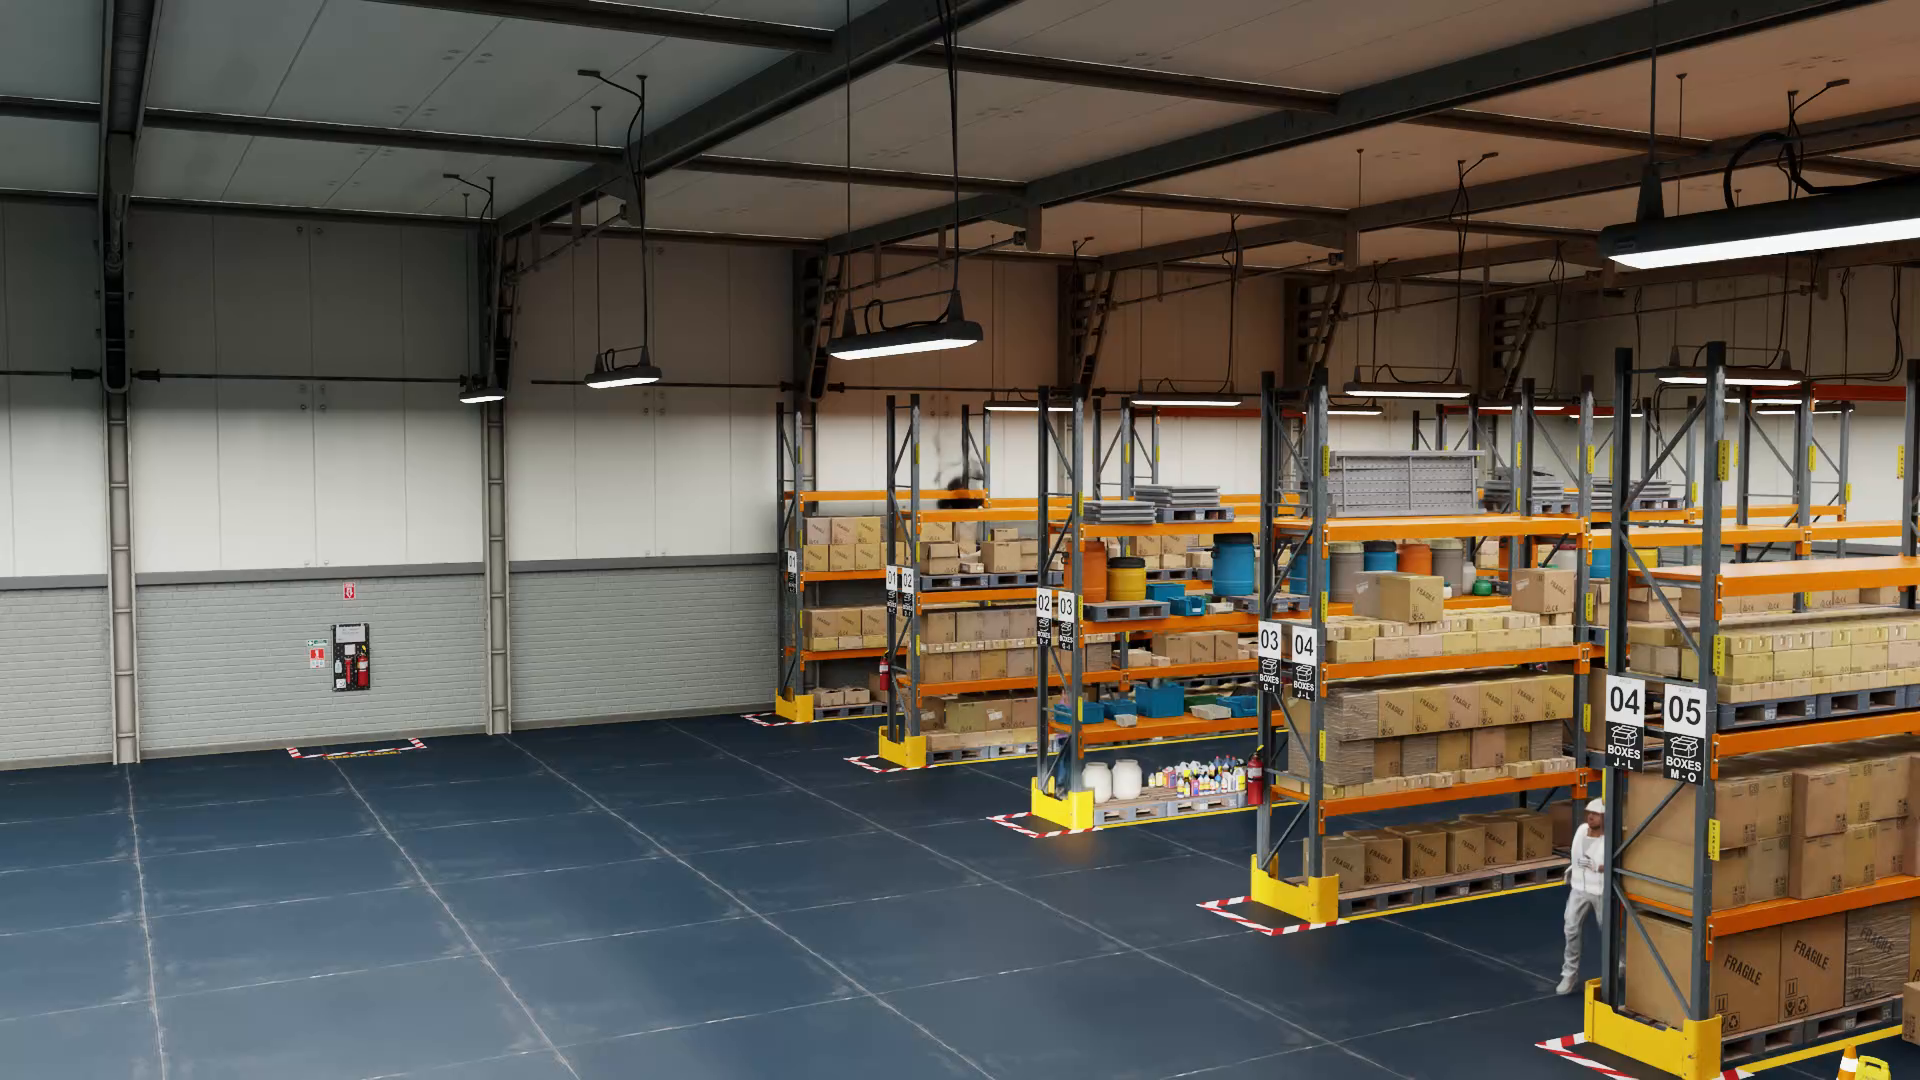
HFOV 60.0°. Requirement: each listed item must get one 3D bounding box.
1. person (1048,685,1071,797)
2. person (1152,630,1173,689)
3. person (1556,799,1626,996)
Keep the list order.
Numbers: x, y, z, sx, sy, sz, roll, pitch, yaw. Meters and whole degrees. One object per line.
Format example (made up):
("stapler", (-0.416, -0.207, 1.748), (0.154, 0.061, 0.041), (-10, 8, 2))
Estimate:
("person", (1.598, 2.958, 24.617), (0.709, 1.634, 0.523), (-2, 4, -33))
("person", (3.890, 2.535, 31.539), (0.875, 1.669, 0.624), (-2, 4, -27))
("person", (6.025, 3.358, 15.783), (0.897, 1.819, 0.671), (-3, 4, -38))
